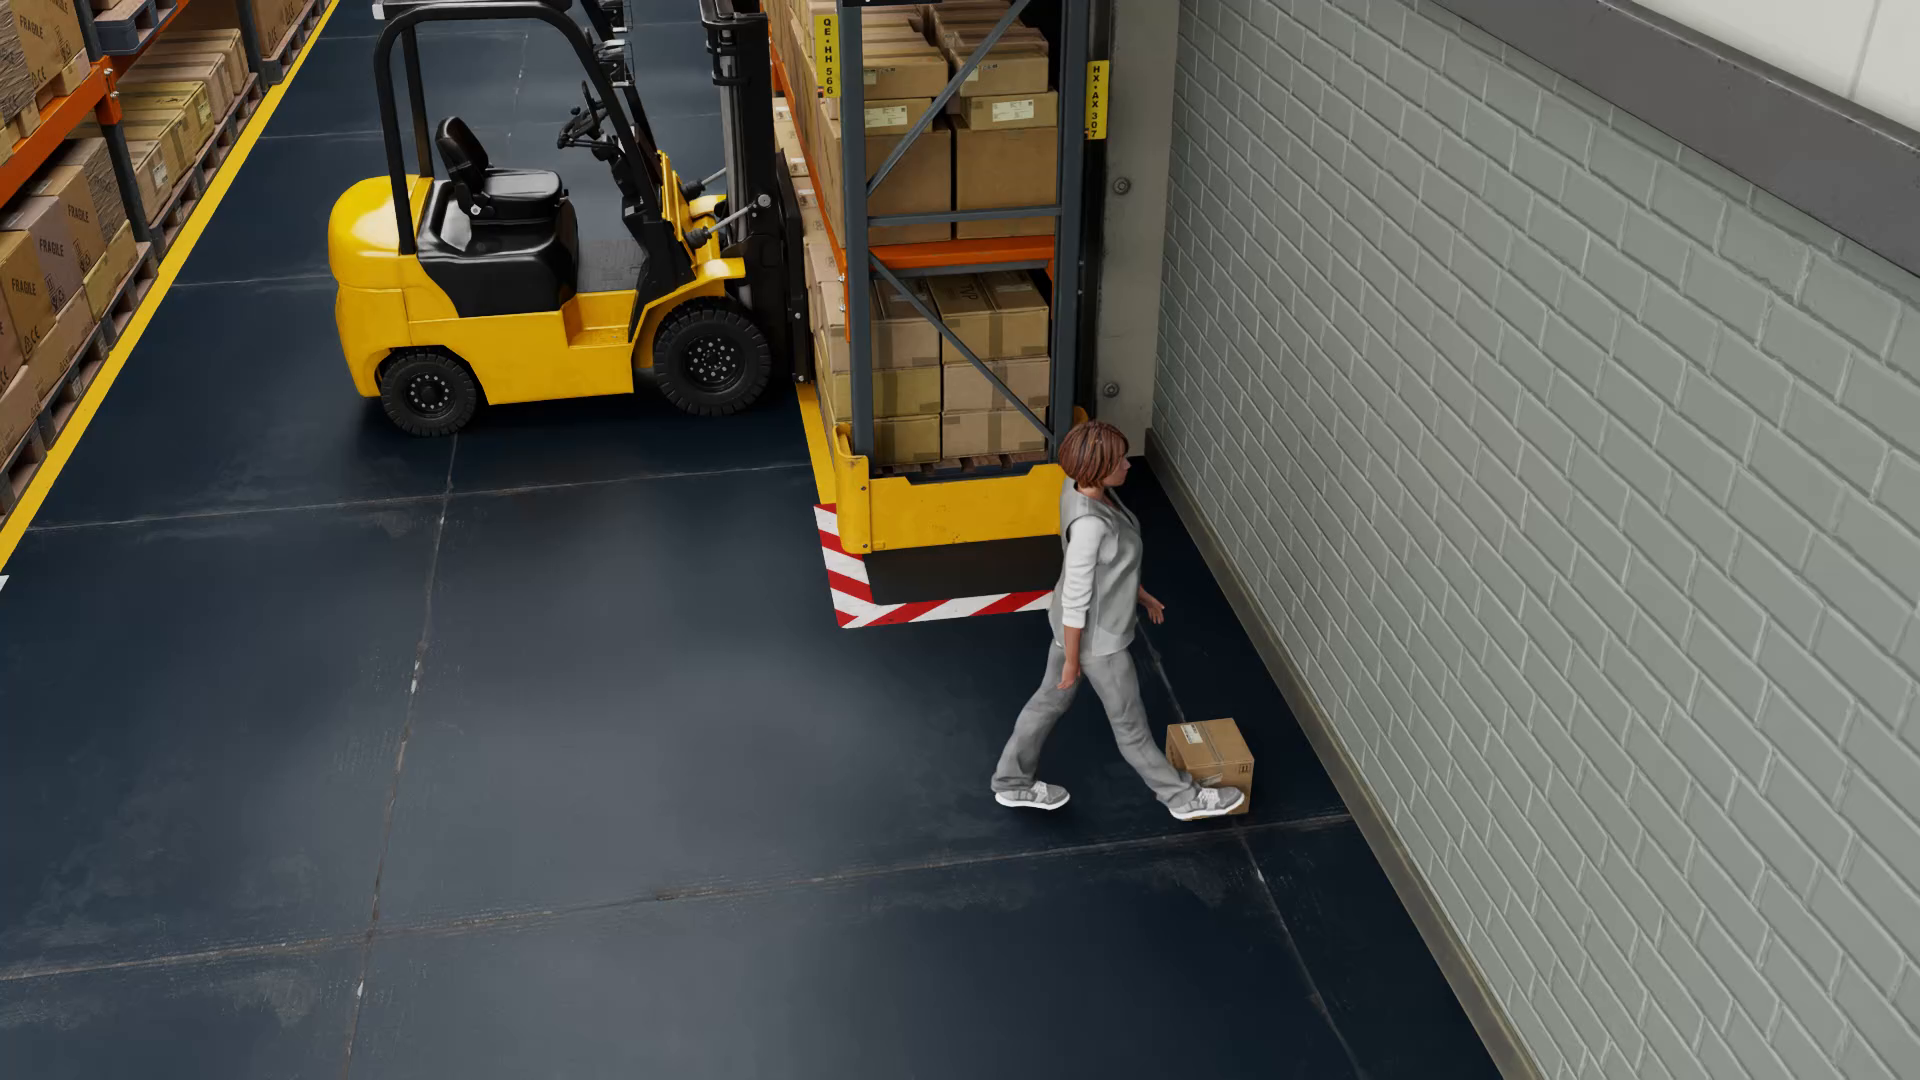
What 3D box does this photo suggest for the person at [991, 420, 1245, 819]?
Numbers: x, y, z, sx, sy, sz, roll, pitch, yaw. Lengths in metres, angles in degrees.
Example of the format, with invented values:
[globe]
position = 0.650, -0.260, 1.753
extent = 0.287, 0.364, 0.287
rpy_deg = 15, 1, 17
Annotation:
[person]
position = 0.554, 0.289, 5.646
extent = 0.888, 1.562, 0.417
rpy_deg = -2, 31, -4
